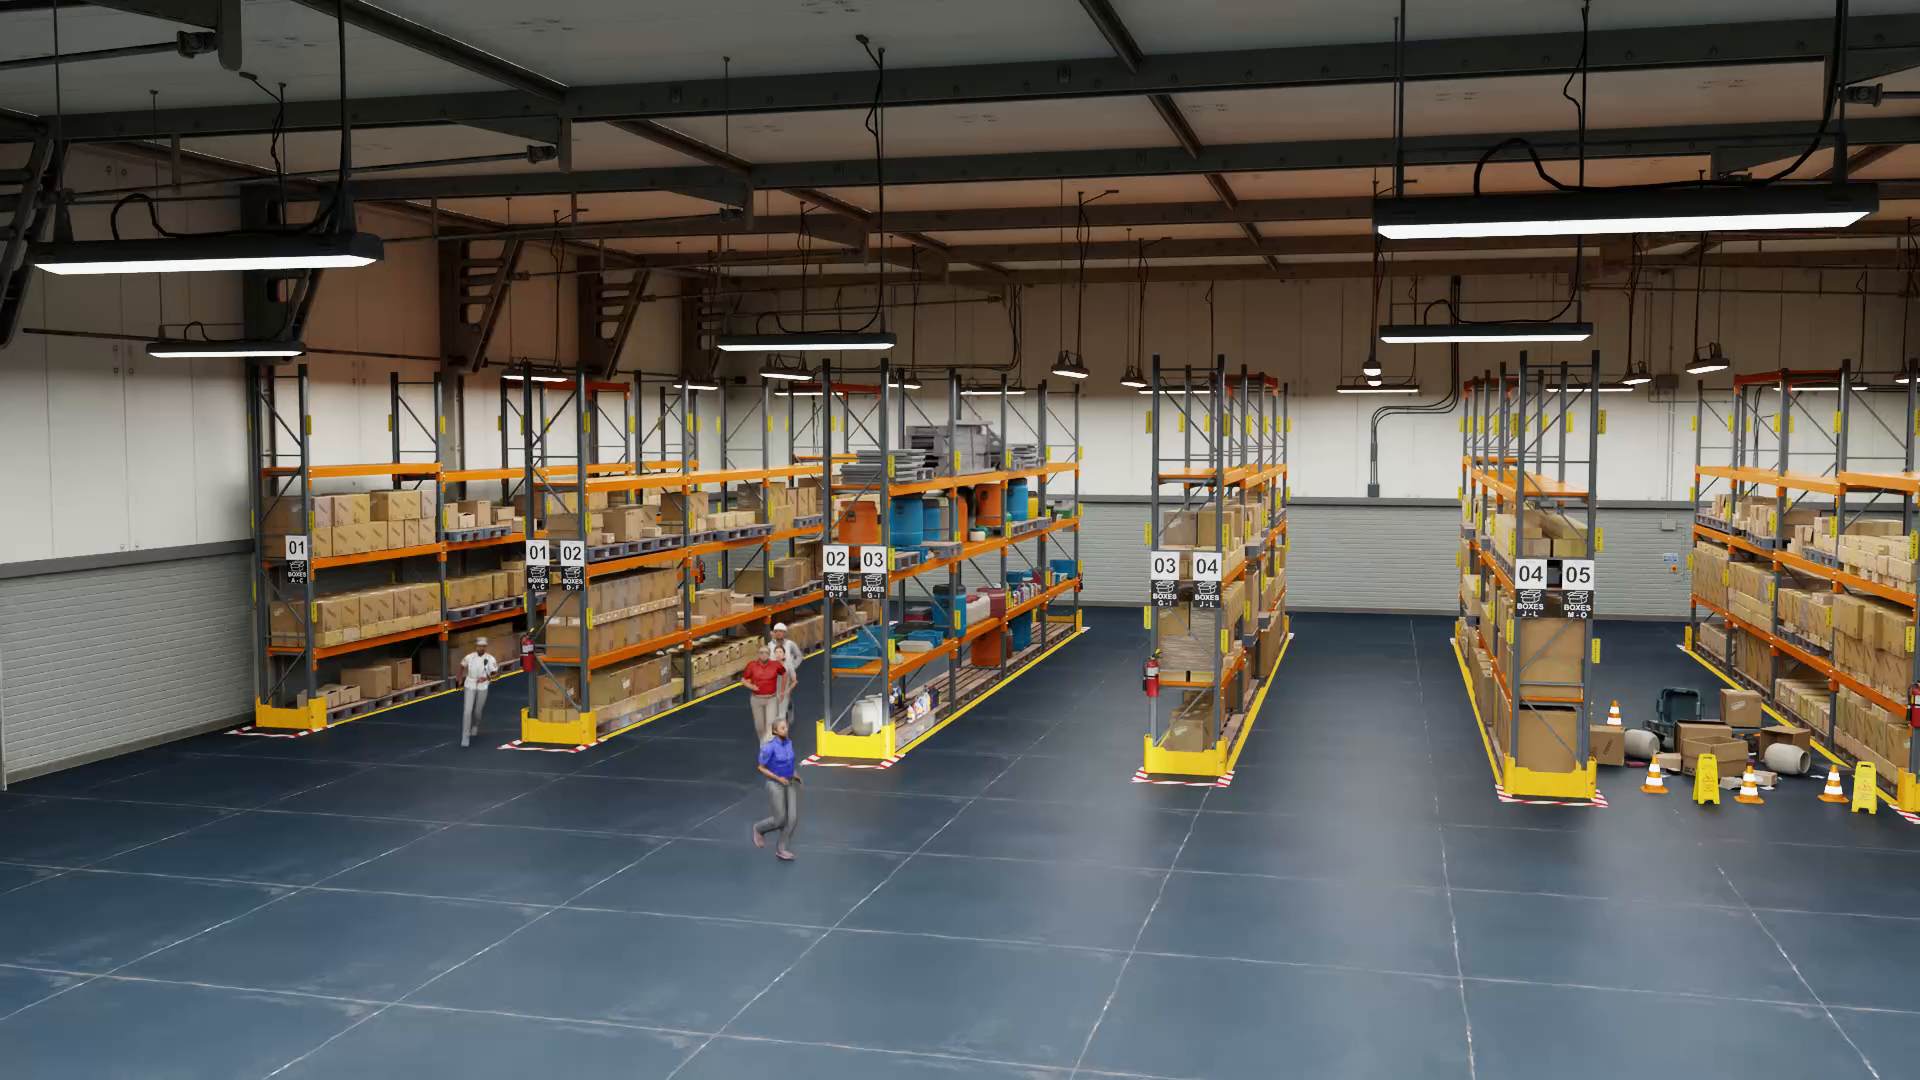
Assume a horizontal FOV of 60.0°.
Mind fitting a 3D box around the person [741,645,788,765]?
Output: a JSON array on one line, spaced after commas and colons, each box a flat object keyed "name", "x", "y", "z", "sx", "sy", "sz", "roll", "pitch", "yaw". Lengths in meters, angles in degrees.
[{"name": "person", "x": -2.932, "y": 2.445, "z": 24.932, "sx": 0.692, "sy": 1.763, "sz": 0.929, "roll": 0, "pitch": 4, "yaw": -5}]

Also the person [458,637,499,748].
[{"name": "person", "x": -7.596, "y": 2.358, "z": 26.228, "sx": 0.628, "sy": 1.675, "sz": 0.918, "roll": -1, "pitch": 4, "yaw": -14}]

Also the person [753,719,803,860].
[{"name": "person", "x": -2.107, "y": 2.867, "z": 19.281, "sx": 0.618, "sy": 1.612, "sz": 0.572, "roll": 3, "pitch": 5, "yaw": 38}]

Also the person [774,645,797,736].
[{"name": "person", "x": -2.787, "y": 2.428, "z": 25.614, "sx": 0.562, "sy": 1.621, "sz": 0.570, "roll": 0, "pitch": 4, "yaw": 1}]

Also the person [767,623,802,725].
[{"name": "person", "x": -2.957, "y": 2.236, "z": 27.452, "sx": 0.635, "sy": 1.727, "sz": 0.564, "roll": 1, "pitch": 4, "yaw": 9}]
